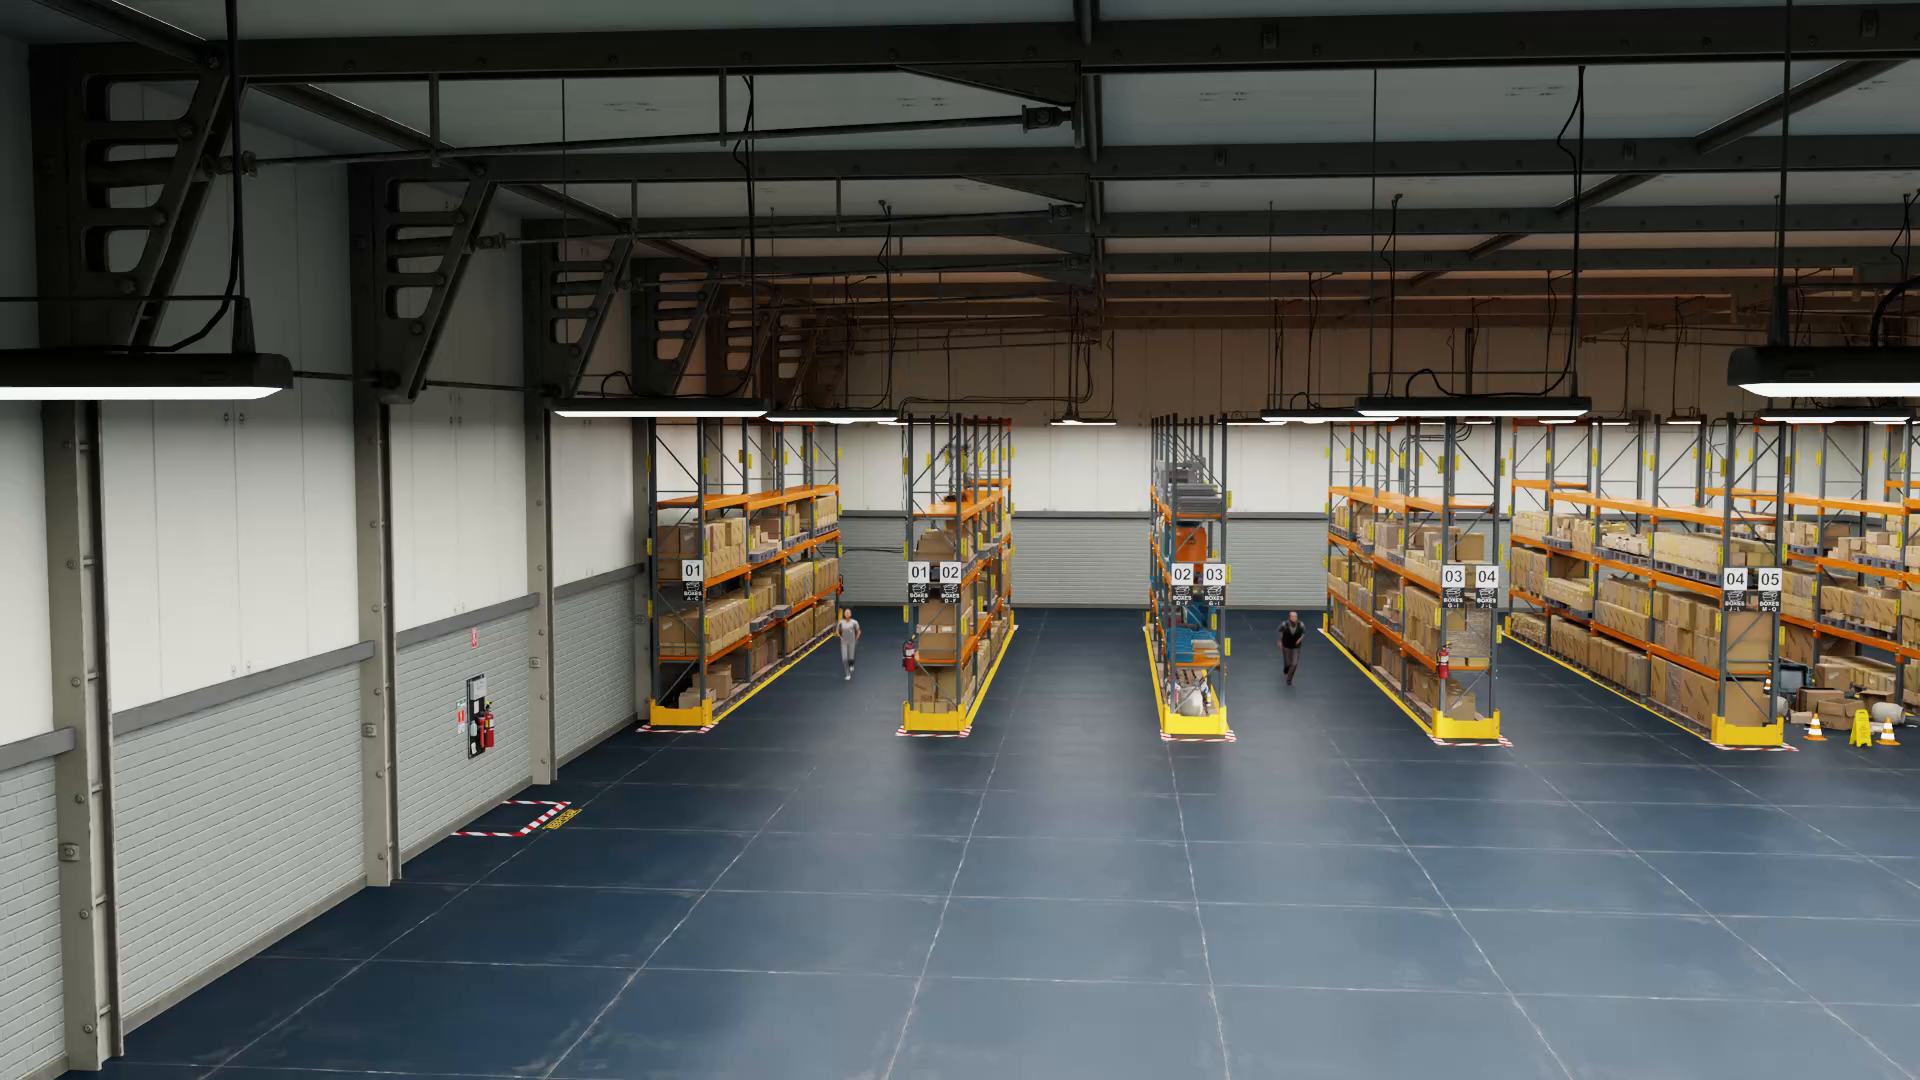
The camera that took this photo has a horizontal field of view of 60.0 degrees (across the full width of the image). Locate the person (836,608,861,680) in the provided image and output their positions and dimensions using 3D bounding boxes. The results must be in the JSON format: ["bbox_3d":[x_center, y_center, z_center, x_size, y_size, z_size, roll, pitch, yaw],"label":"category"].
[{"bbox_3d":[-2.555,2.365,37.961,0.565,1.630,0.572,0,4,0],"label":"person"}]

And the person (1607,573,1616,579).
[{"bbox_3d":[18.367,1.747,47.031,0.545,1.622,0.576,0,4,-6],"label":"person"}]

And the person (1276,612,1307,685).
[{"bbox_3d":[7.410,2.415,37.193,0.650,1.653,0.740,0,4,0],"label":"person"}]

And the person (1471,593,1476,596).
[{"bbox_3d":[14.784,1.683,47.201,0.686,1.733,0.601,4,5,44],"label":"person"}]
